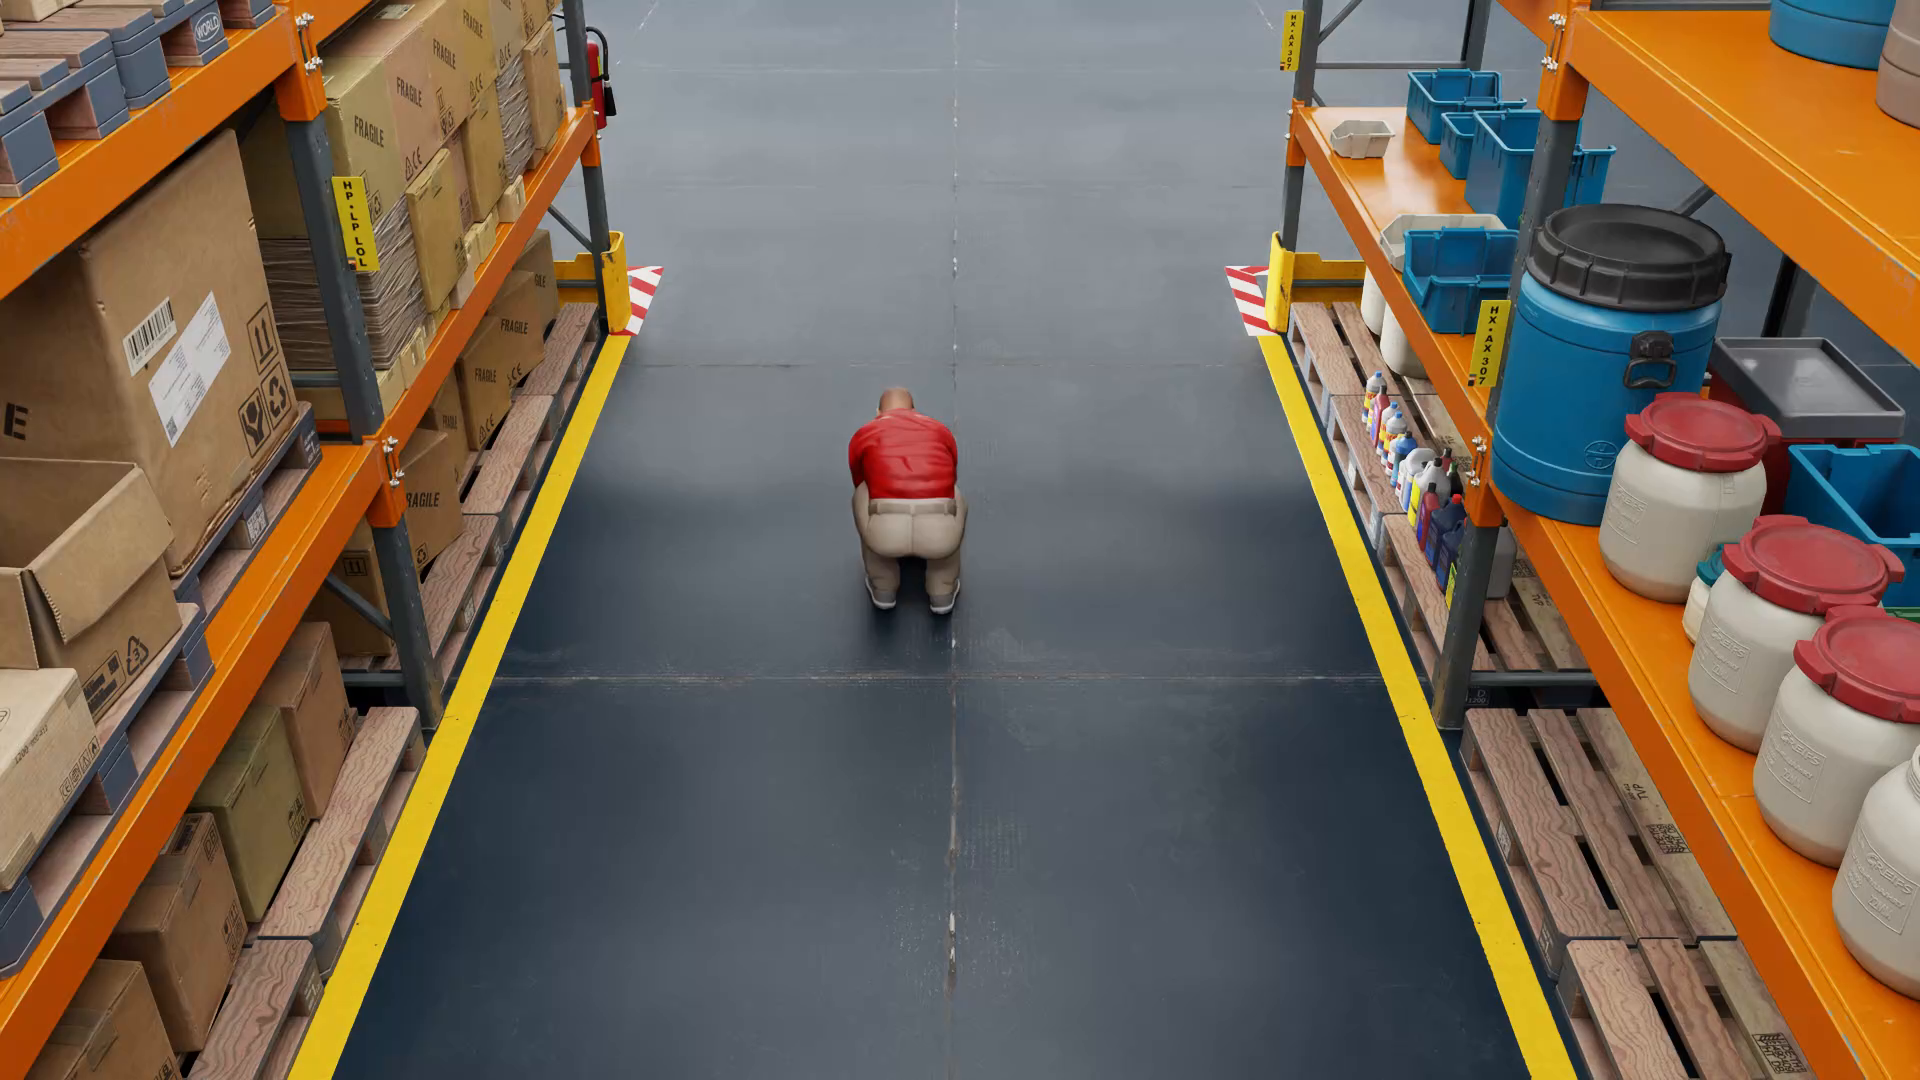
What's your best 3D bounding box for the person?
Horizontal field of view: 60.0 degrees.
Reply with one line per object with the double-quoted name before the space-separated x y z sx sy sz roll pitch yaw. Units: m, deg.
"person" -0.226 -0.138 7.348 0.527 0.813 0.916 -1 31 -1
